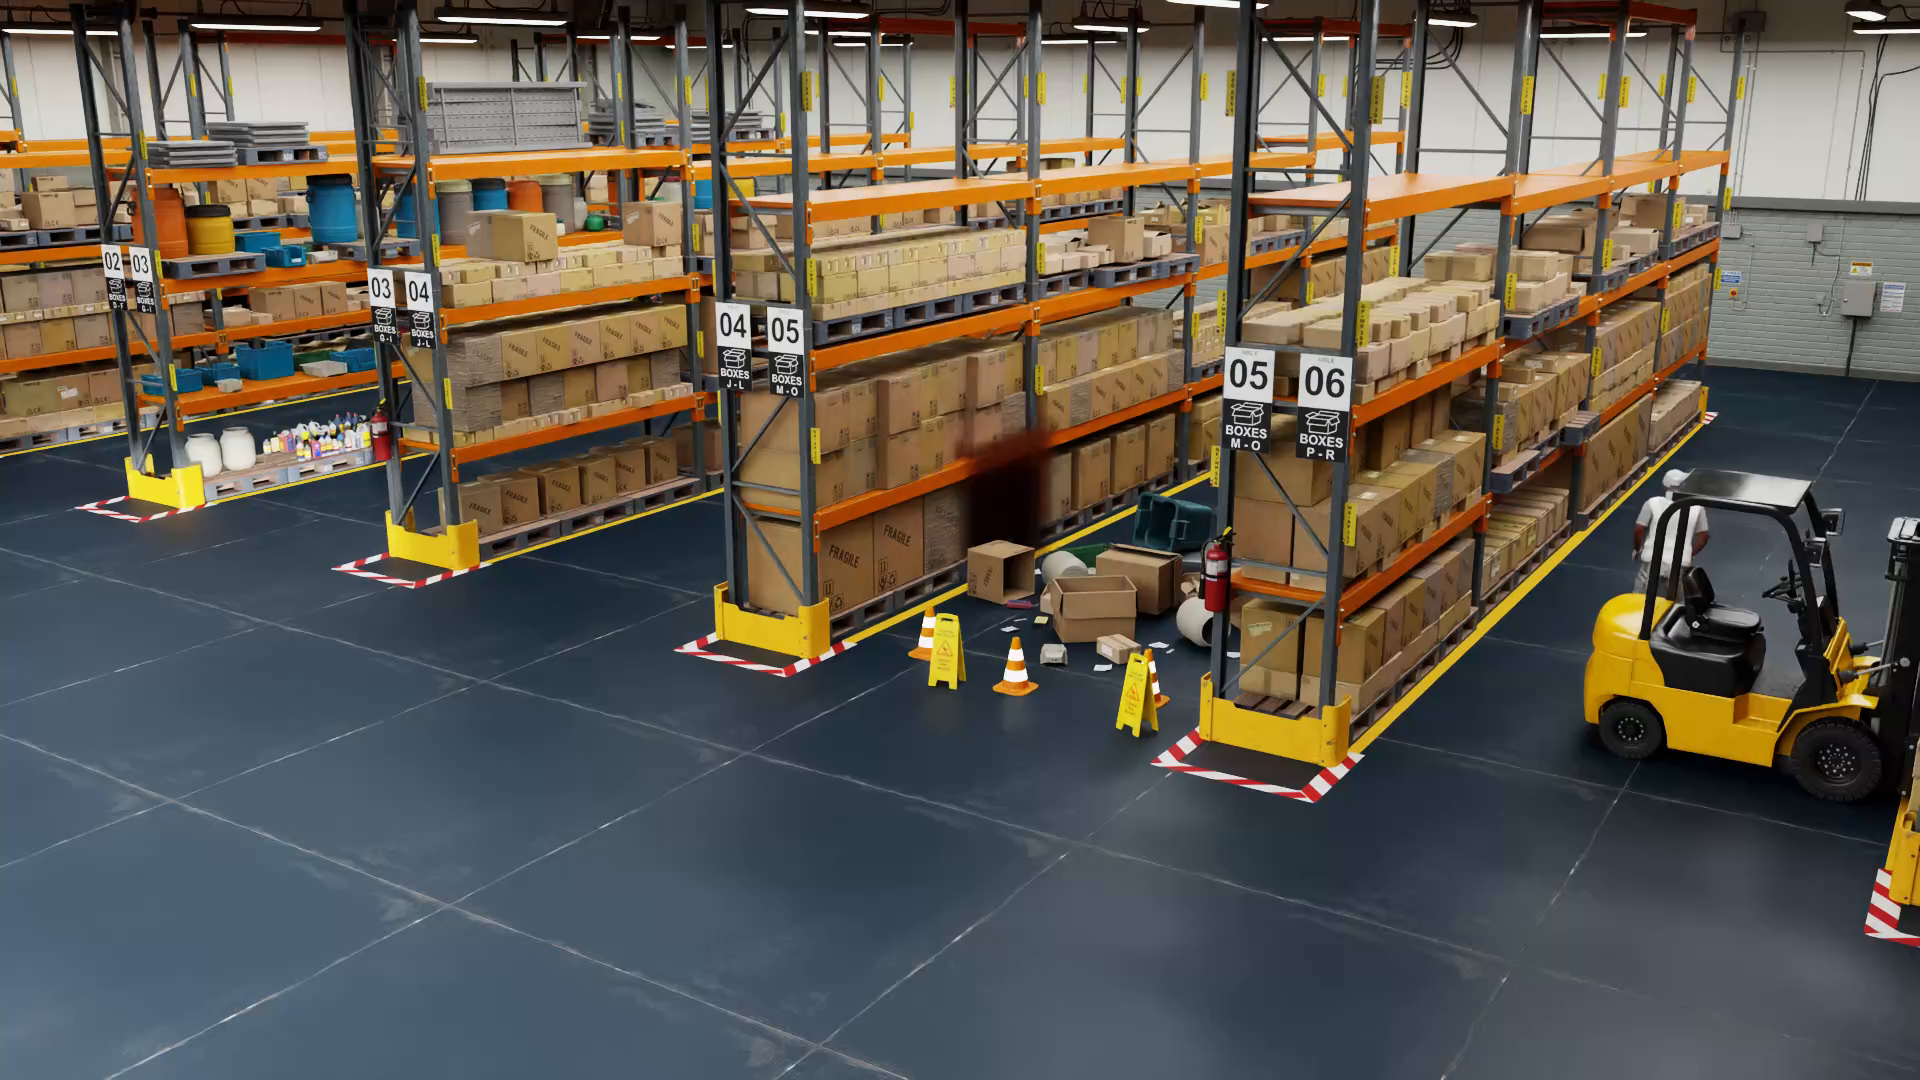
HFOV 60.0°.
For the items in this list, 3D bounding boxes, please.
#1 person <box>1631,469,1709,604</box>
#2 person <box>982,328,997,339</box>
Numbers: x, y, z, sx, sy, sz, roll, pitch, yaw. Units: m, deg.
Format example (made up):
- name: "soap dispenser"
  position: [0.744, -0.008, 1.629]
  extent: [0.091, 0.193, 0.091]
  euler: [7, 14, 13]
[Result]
- name: "person"
  position: [6.471, 0.241, 15.207]
  extent: [0.641, 1.692, 0.868]
  euler: [6, 17, 20]
- name: "person"
  position: [0.432, -2.323, 24.282]
  extent: [0.641, 1.787, 0.904]
  euler: [13, 20, 39]
